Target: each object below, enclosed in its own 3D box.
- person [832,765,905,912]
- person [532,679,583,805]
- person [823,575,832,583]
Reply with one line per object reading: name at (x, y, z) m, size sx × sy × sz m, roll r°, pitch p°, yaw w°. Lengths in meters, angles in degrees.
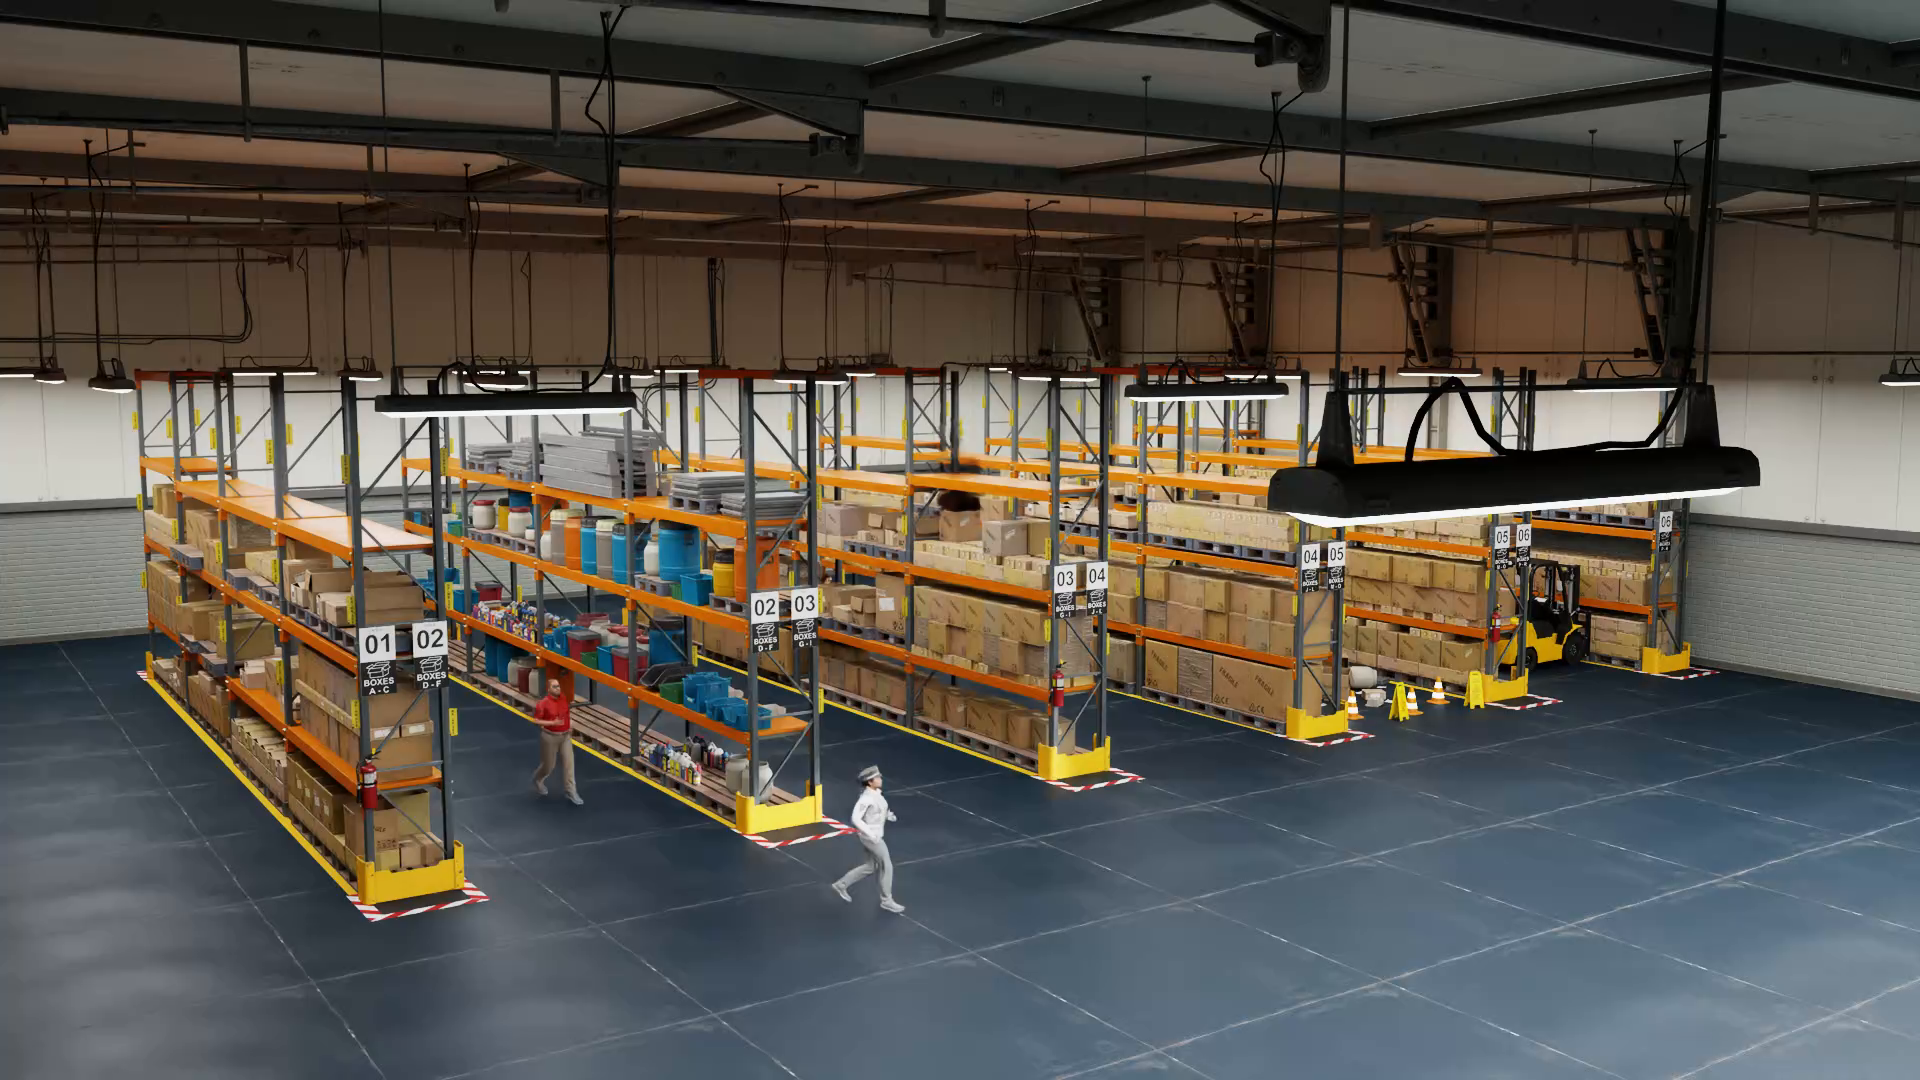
person at (-1.032, 3.376, 18.858) m, size 0.810 × 1.705 × 0.607 m, roll 0°, pitch 6°, yaw -1°
person at (-5.685, 2.816, 23.415) m, size 0.925 × 1.737 × 0.659 m, roll 6°, pitch 9°, yaw 42°
person at (-2.805, 1.545, 35.124) m, size 0.551 × 1.625 × 0.688 m, roll -6°, pitch 9°, yaw -43°
